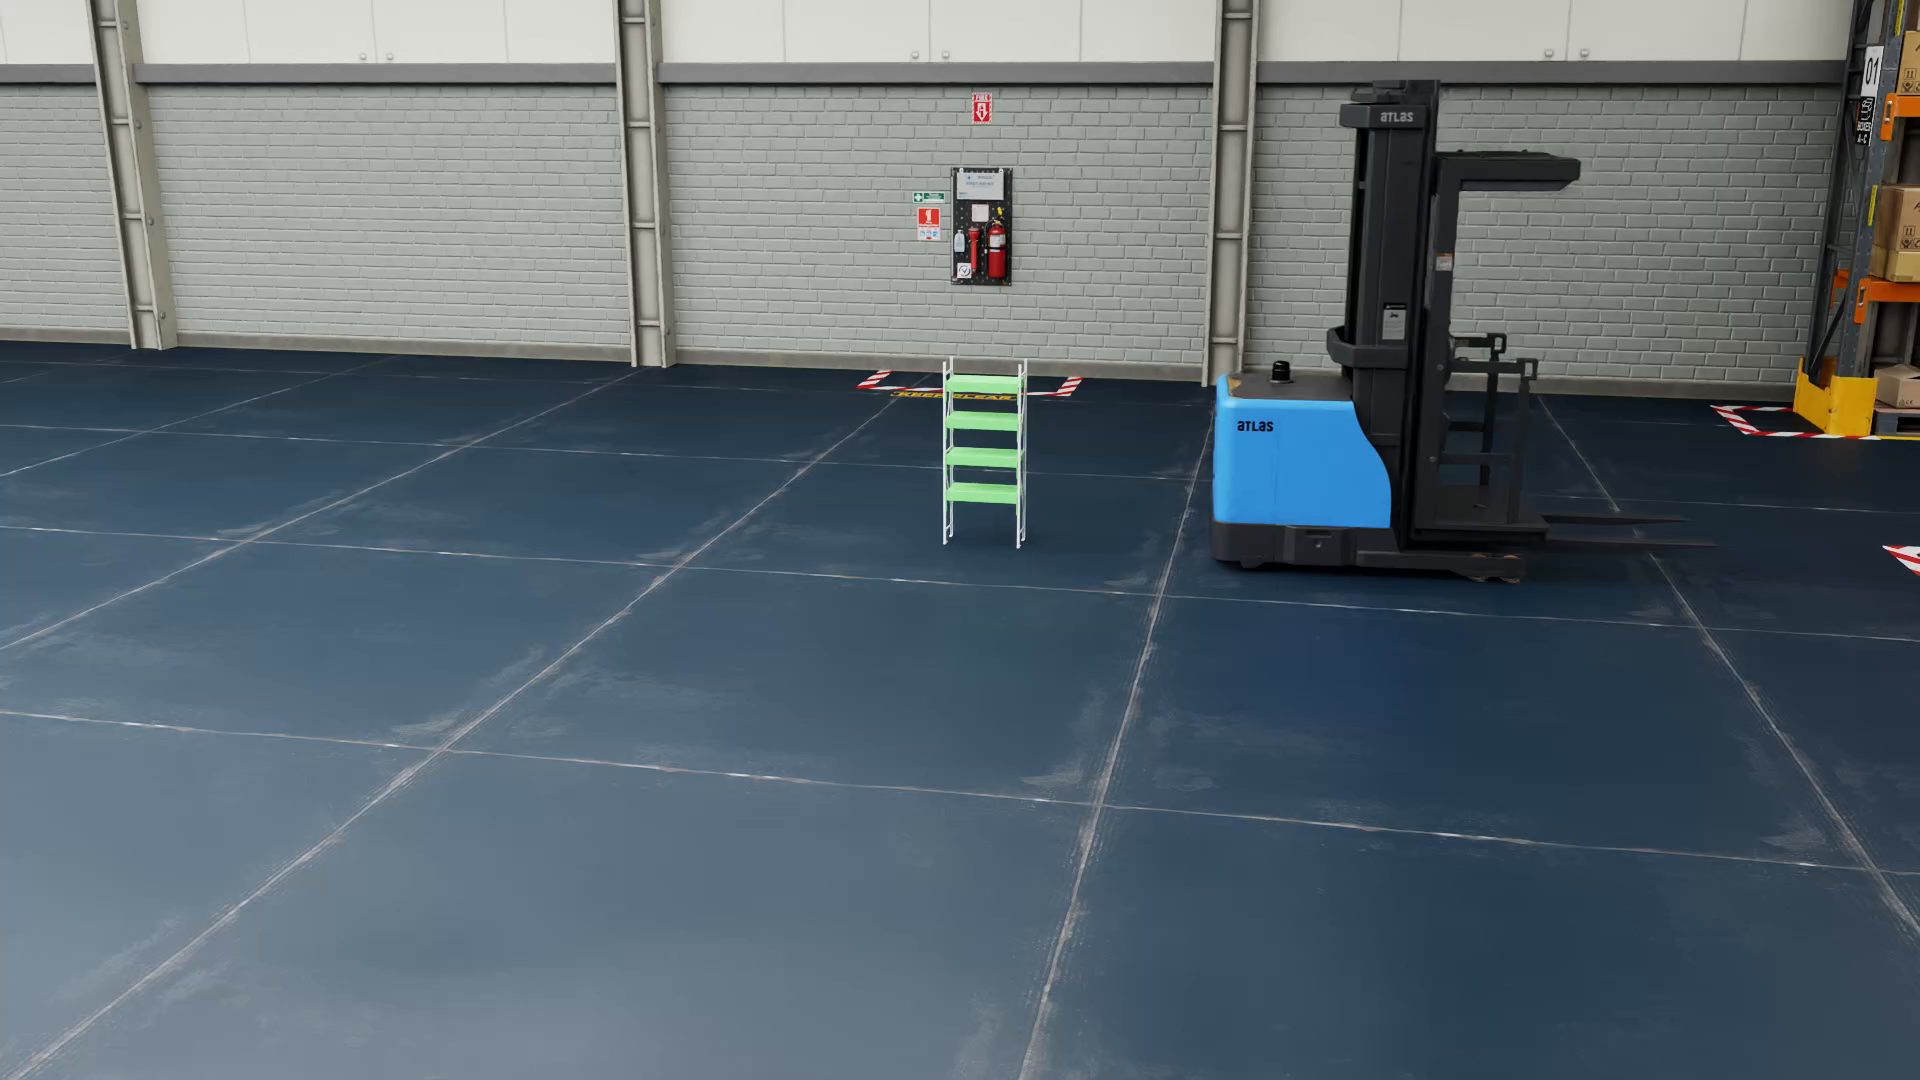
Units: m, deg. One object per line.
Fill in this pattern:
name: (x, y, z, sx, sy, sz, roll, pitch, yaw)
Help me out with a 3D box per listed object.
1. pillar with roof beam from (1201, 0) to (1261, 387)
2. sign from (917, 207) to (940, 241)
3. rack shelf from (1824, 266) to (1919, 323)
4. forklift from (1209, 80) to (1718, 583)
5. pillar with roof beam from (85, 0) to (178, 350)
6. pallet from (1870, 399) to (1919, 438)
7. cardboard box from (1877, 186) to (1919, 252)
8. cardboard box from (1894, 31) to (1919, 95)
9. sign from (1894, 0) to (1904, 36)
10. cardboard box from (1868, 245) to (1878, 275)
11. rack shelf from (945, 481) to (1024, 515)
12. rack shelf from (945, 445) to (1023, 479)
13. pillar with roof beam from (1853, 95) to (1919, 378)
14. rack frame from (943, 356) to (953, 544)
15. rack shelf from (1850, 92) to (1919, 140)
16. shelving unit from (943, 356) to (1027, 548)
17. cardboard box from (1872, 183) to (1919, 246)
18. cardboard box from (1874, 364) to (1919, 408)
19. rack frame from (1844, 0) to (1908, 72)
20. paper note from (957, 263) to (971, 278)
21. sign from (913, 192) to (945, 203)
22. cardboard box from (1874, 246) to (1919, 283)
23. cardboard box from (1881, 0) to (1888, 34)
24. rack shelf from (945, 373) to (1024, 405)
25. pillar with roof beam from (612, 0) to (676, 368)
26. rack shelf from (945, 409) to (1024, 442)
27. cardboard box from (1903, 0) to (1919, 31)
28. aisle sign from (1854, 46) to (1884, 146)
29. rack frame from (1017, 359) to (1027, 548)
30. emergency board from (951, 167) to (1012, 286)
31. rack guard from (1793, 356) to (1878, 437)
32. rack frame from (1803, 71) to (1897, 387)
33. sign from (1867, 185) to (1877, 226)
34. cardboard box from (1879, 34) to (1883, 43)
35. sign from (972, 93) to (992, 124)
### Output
pillar with roof beam: (1.760, -4.763, 11.328, 0.400, 9.000, 9.100, 3, 16, 11)
sign: (-0.317, -3.213, 16.904, 0.234, 0.329, 0.001, 3, 16, 11)
rack shelf: (9.600, -2.036, 14.072, 4.000, 0.370, 1.077, 3, 16, 11)
forklift: (3.121, -1.304, 10.211, 3.031, 2.935, 1.130, 2, 16, 7)
pillar with roof beam: (-9.999, -5.401, 13.633, 0.400, 9.000, 9.100, 3, 16, 11)
pallet: (8.503, -1.089, 14.528, 1.213, 0.211, 1.003, 3, 16, 11)
cardboard box: (8.048, -2.684, 13.902, 0.500, 0.500, 0.500, 3, 16, 11)
cardboard box: (7.918, -3.910, 13.643, 0.500, 0.500, 0.500, 4, 16, 13)
sign: (7.532, -4.214, 13.330, 0.005, 0.325, 0.100, 3, 16, 11)
cardboard box: (8.136, -2.453, 14.471, 0.500, 0.250, 0.500, 3, 16, 12)
rack shelf: (0.162, -0.277, 10.881, 0.480, 0.148, 0.258, 3, 16, 11)
rack shelf: (0.162, -0.508, 10.817, 0.480, 0.148, 0.258, 3, 16, 11)
pillar with roof beam: (7.640, -4.443, 10.176, 0.400, 9.000, 9.100, 3, 16, 11)
rack frame: (-0.077, -0.582, 10.847, 0.015, 1.200, 0.240, 3, 16, 11)
rack shelf: (9.600, -3.482, 13.672, 4.000, 0.370, 1.077, 3, 16, 11)
shelving unit: (0.162, -0.569, 10.800, 0.503, 1.200, 0.258, 3, 16, 11)
cardboard box: (8.144, -2.819, 14.387, 0.500, 0.500, 0.500, 3, 16, 10)
cardboard box: (8.300, -1.345, 14.442, 0.500, 0.311, 0.500, 1, 16, 5)
rack frame: (7.640, -5.381, 13.559, 0.127, 3.000, 1.000, 3, 16, 11)
paper note: (0.045, -2.742, 16.922, 0.142, 0.148, 0.016, 3, 16, 11)
sign: (-0.314, -3.465, 16.824, 0.331, 0.109, 0.001, 3, 16, 11)
cardboard box: (8.055, -2.318, 13.984, 0.500, 0.250, 0.500, 3, 16, 9)
cardboard box: (8.114, -4.520, 13.974, 0.500, 0.500, 0.500, 4, 16, 14)
rack shelf: (0.162, -0.970, 10.689, 0.480, 0.148, 0.258, 3, 16, 11)
pillar with roof beam: (-4.119, -5.082, 12.481, 0.400, 9.000, 9.100, 3, 16, 11)
rack shelf: (0.162, -0.739, 10.753, 0.480, 0.148, 0.258, 3, 16, 11)
cardboard box: (7.969, -4.391, 13.507, 0.500, 0.500, 0.500, 2, 16, 7)
aisle sign: (7.509, -3.668, 13.743, 0.004, 0.787, 0.394, 3, 16, 11)
rack frame: (0.401, -0.556, 10.753, 0.015, 1.200, 0.240, 3, 16, 11)
emergency board: (0.204, -3.139, 16.705, 0.643, 1.169, 0.194, 3, 16, 11)
rack guard: (7.714, -1.281, 14.679, 0.348, 0.500, 1.175, 3, 16, 11)
rack frame: (7.640, -2.489, 14.360, 0.127, 3.000, 1.000, 3, 16, 11)
sign: (7.532, -2.765, 13.732, 0.005, 0.325, 0.100, 3, 16, 11)
cardboard box: (8.099, -4.037, 14.103, 0.500, 0.500, 0.500, 4, 16, 15)
sign: (0.216, -4.283, 16.492, 0.199, 0.298, 0.001, 3, 16, 11)
